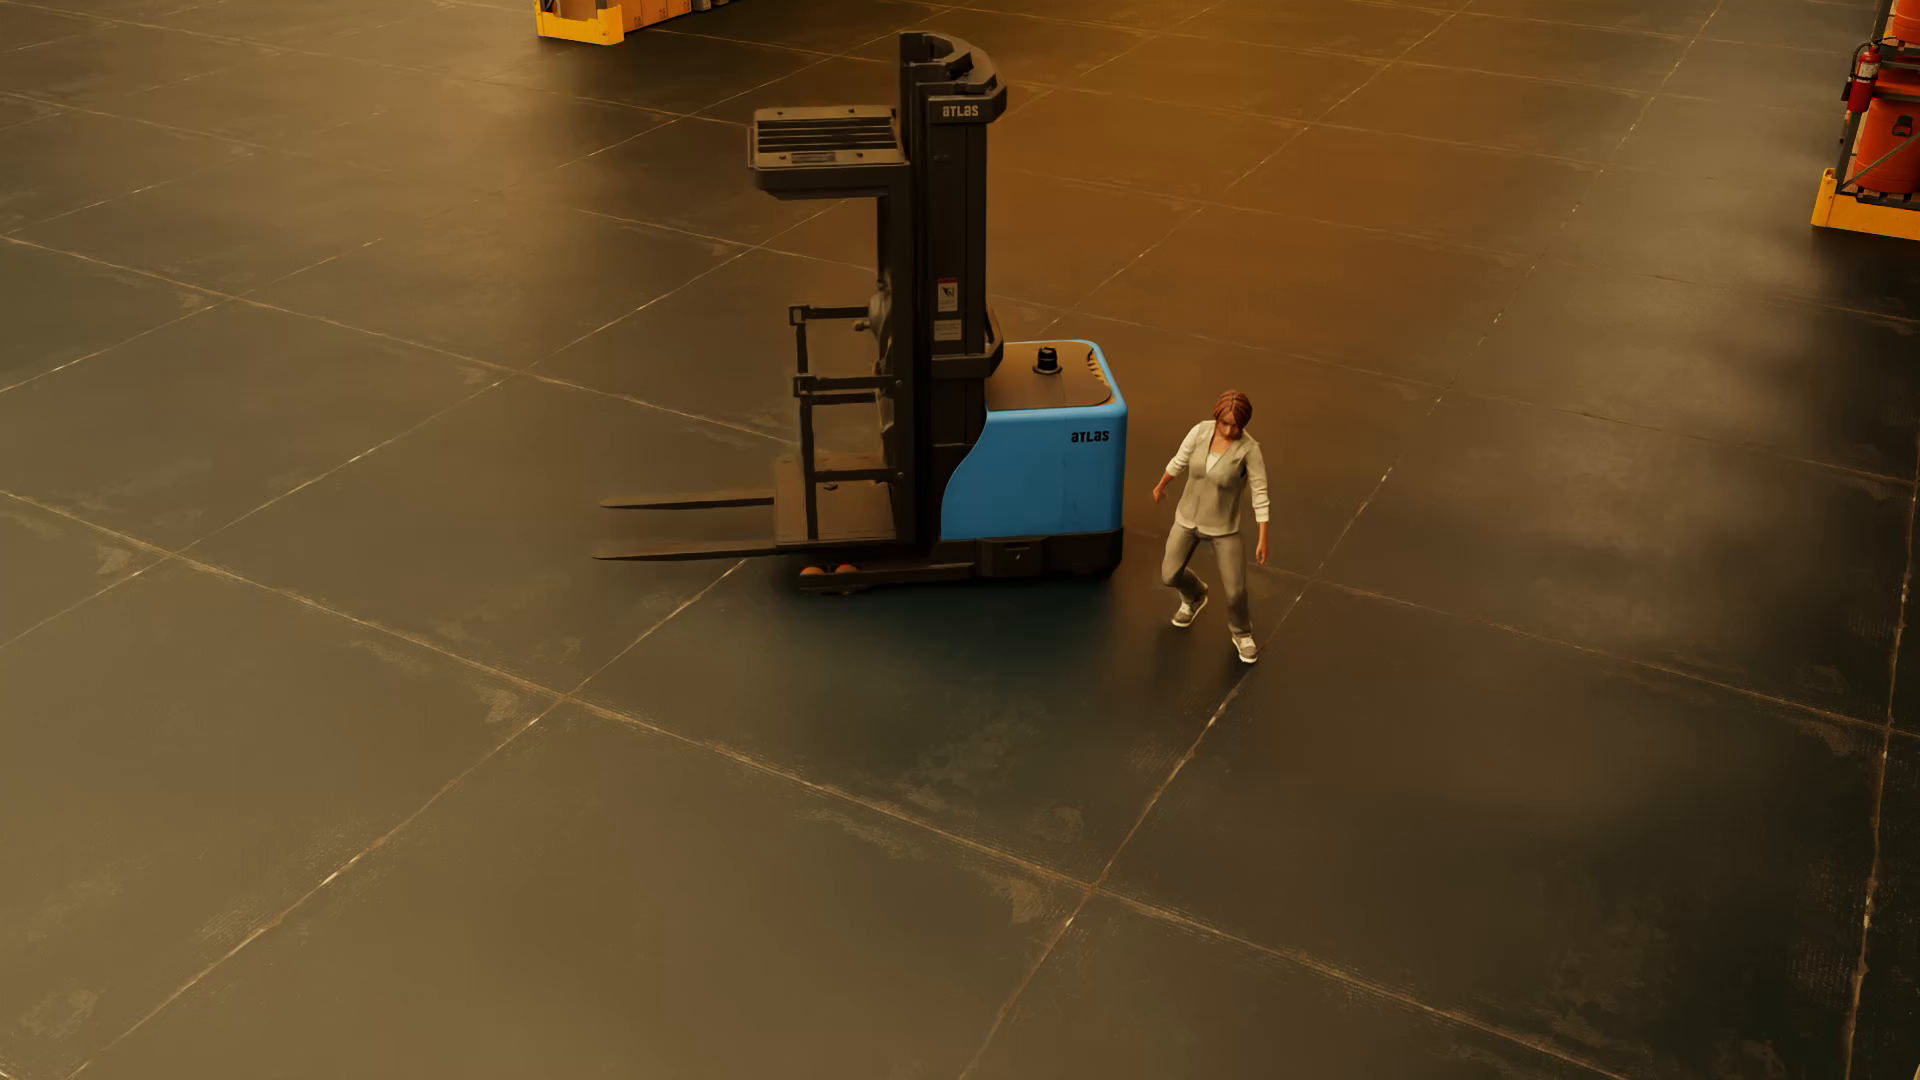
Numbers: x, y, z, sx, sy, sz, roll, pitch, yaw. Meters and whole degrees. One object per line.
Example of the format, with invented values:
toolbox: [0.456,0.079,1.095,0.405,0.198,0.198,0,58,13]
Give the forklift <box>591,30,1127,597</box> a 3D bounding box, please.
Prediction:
forklift: [-0.614,-1.227,9.197,3.031,2.935,1.130,-3,30,-5]

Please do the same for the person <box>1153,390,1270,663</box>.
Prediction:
person: [1.323,-0.136,8.723,0.734,1.523,0.436,20,36,31]
